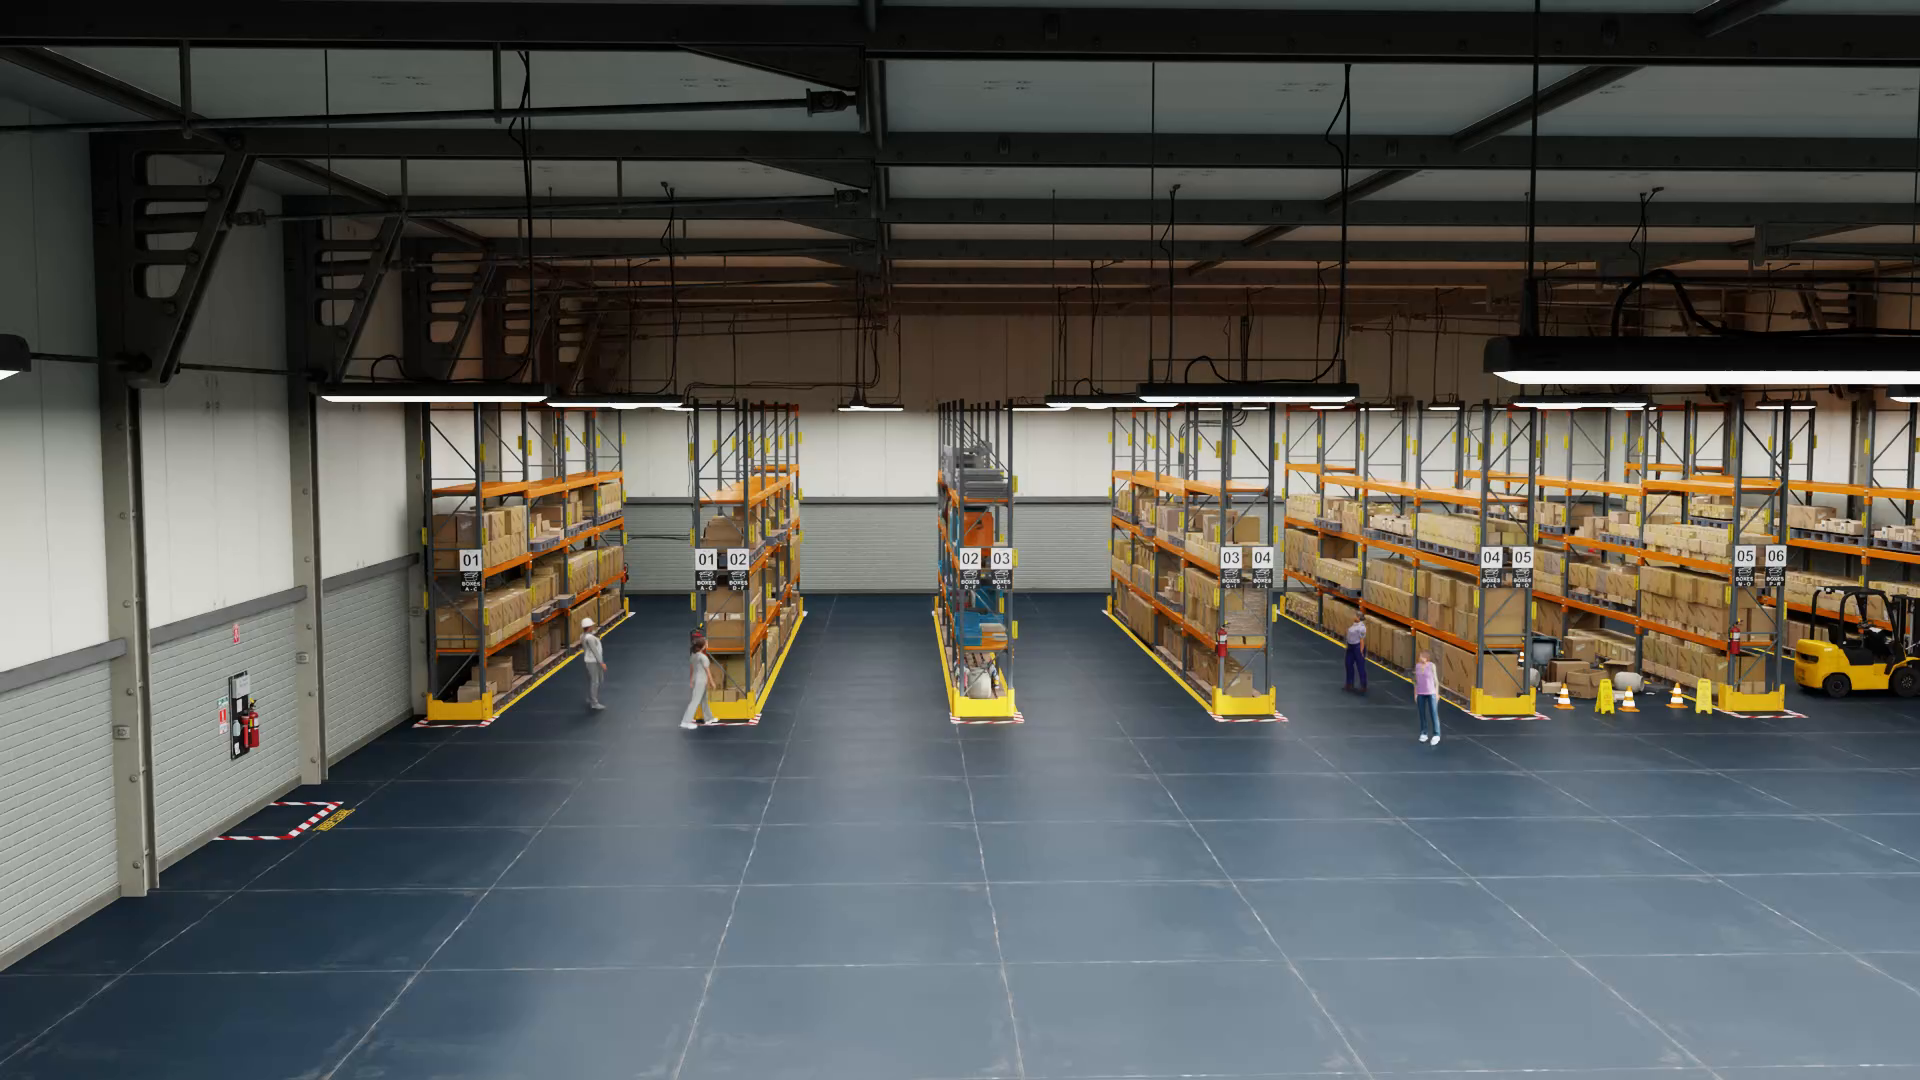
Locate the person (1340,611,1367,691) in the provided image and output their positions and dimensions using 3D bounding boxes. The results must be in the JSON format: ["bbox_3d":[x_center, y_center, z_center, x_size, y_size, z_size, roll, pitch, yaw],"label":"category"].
[{"bbox_3d":[8.165,2.296,34.391,0.417,1.655,0.647,-2,5,-21],"label":"person"}]

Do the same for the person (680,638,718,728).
[{"bbox_3d":[-4.742,2.601,30.363,0.908,1.636,0.564,-3,5,-35],"label":"person"}]

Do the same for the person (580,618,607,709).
[{"bbox_3d":[-7.116,2.405,32.355,0.540,1.804,0.636,0,4,-6],"label":"person"}]

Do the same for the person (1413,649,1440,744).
[{"bbox_3d":[8.144,2.719,29.033,0.507,1.610,0.394,3,6,38],"label":"person"}]

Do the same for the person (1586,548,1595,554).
[{"bbox_3d":[18.672,1.116,49.268,1.053,1.748,0.649,0,4,-4],"label":"person"}]
